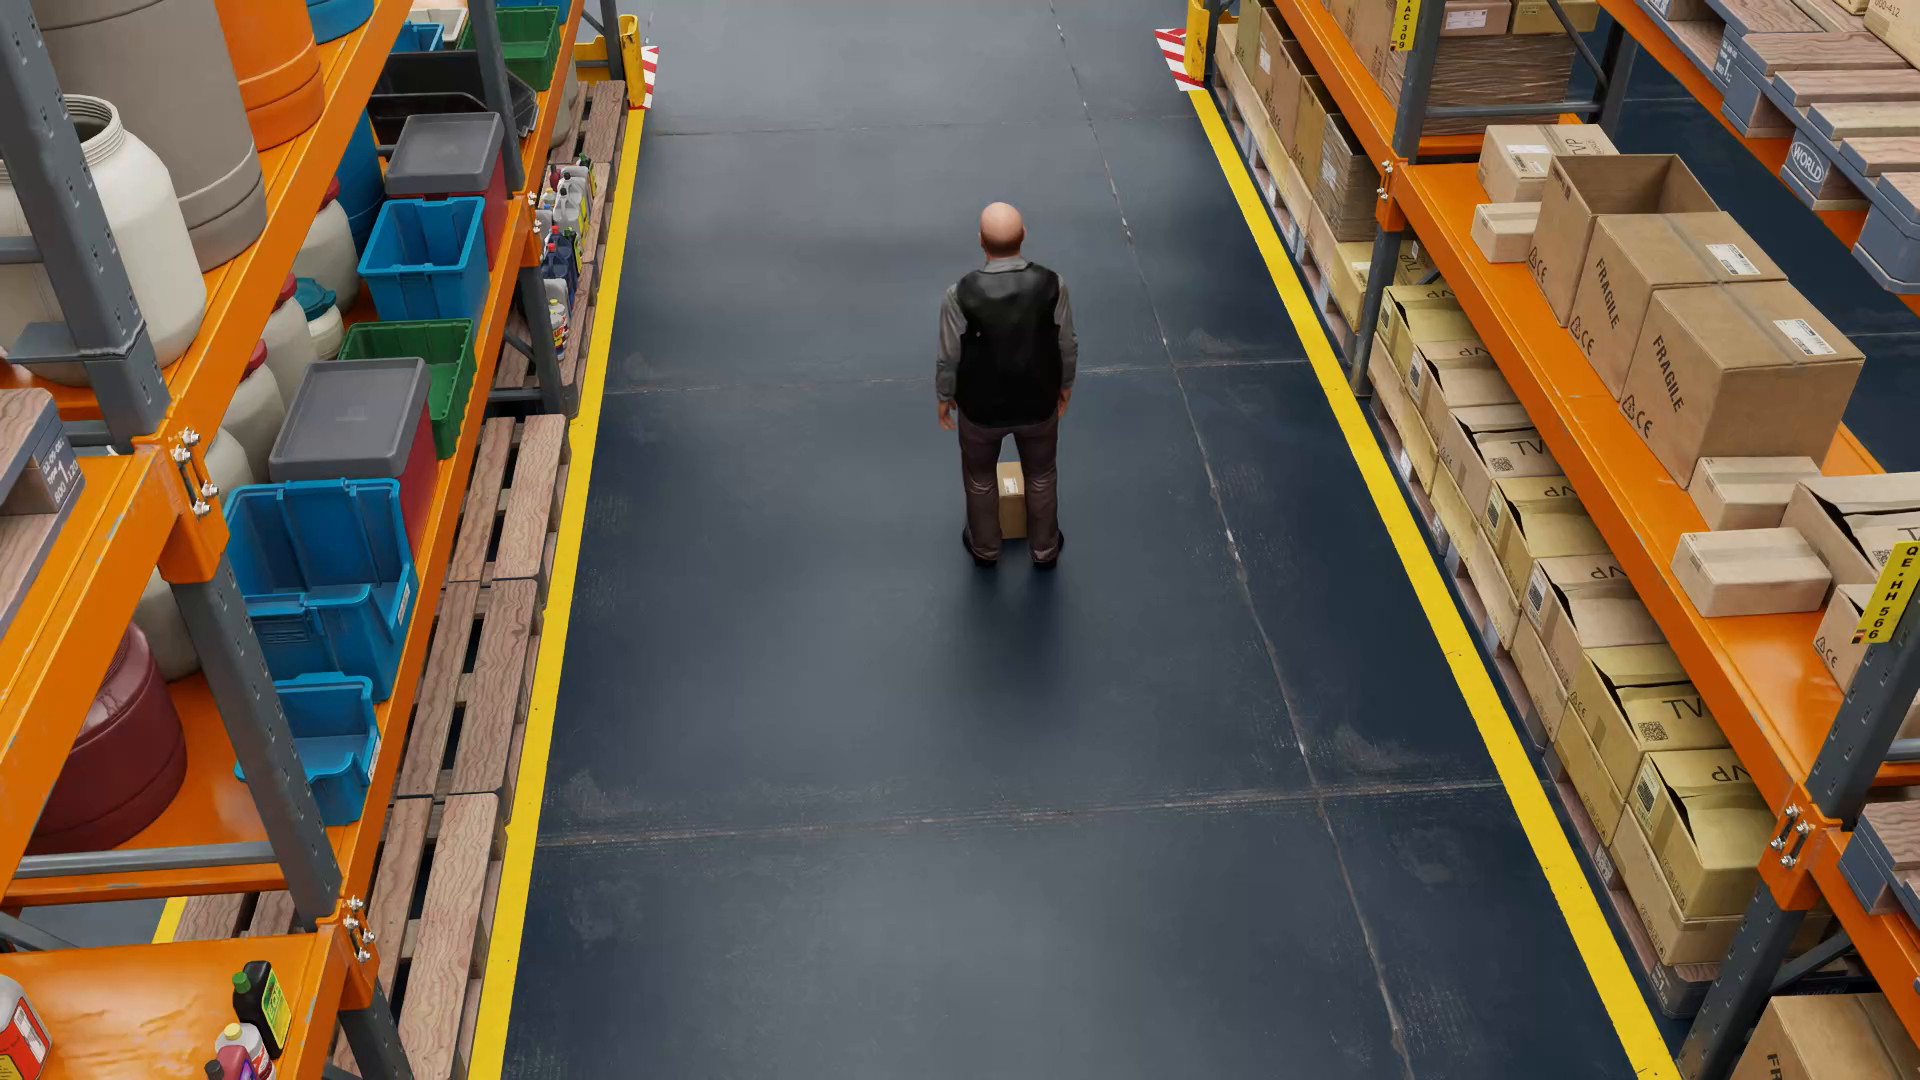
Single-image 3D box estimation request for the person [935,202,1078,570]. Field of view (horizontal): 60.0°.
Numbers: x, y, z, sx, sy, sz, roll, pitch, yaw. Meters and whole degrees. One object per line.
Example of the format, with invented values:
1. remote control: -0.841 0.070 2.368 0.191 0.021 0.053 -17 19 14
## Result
1. person: 0.189 -0.589 6.904 0.593 1.720 0.473 -5 39 -7
